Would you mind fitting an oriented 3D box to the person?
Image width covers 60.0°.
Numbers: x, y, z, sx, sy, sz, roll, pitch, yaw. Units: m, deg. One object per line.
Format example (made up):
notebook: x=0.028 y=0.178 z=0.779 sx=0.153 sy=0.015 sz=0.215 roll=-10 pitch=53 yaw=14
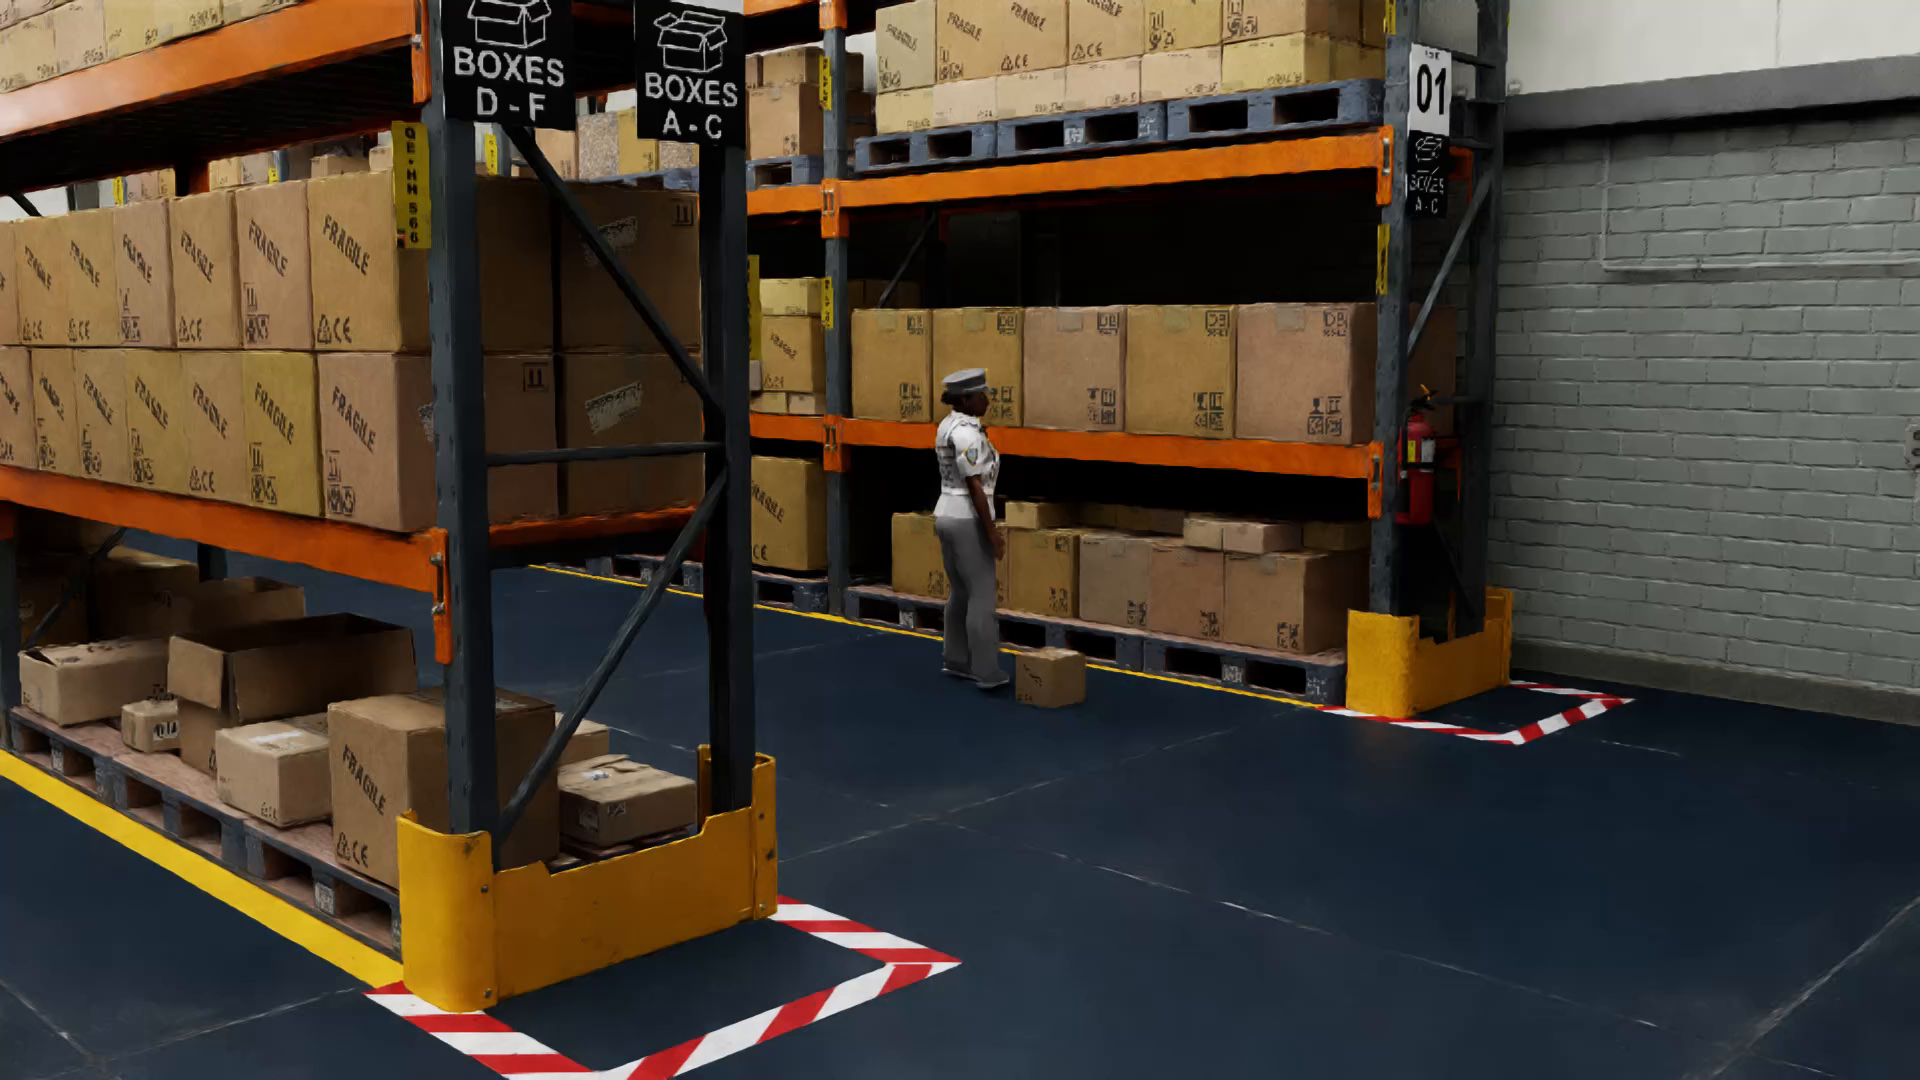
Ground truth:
person: x=0.061 y=-0.061 z=8.740 sx=0.389 sy=1.689 sz=0.530 roll=-2 pitch=7 yaw=-12
